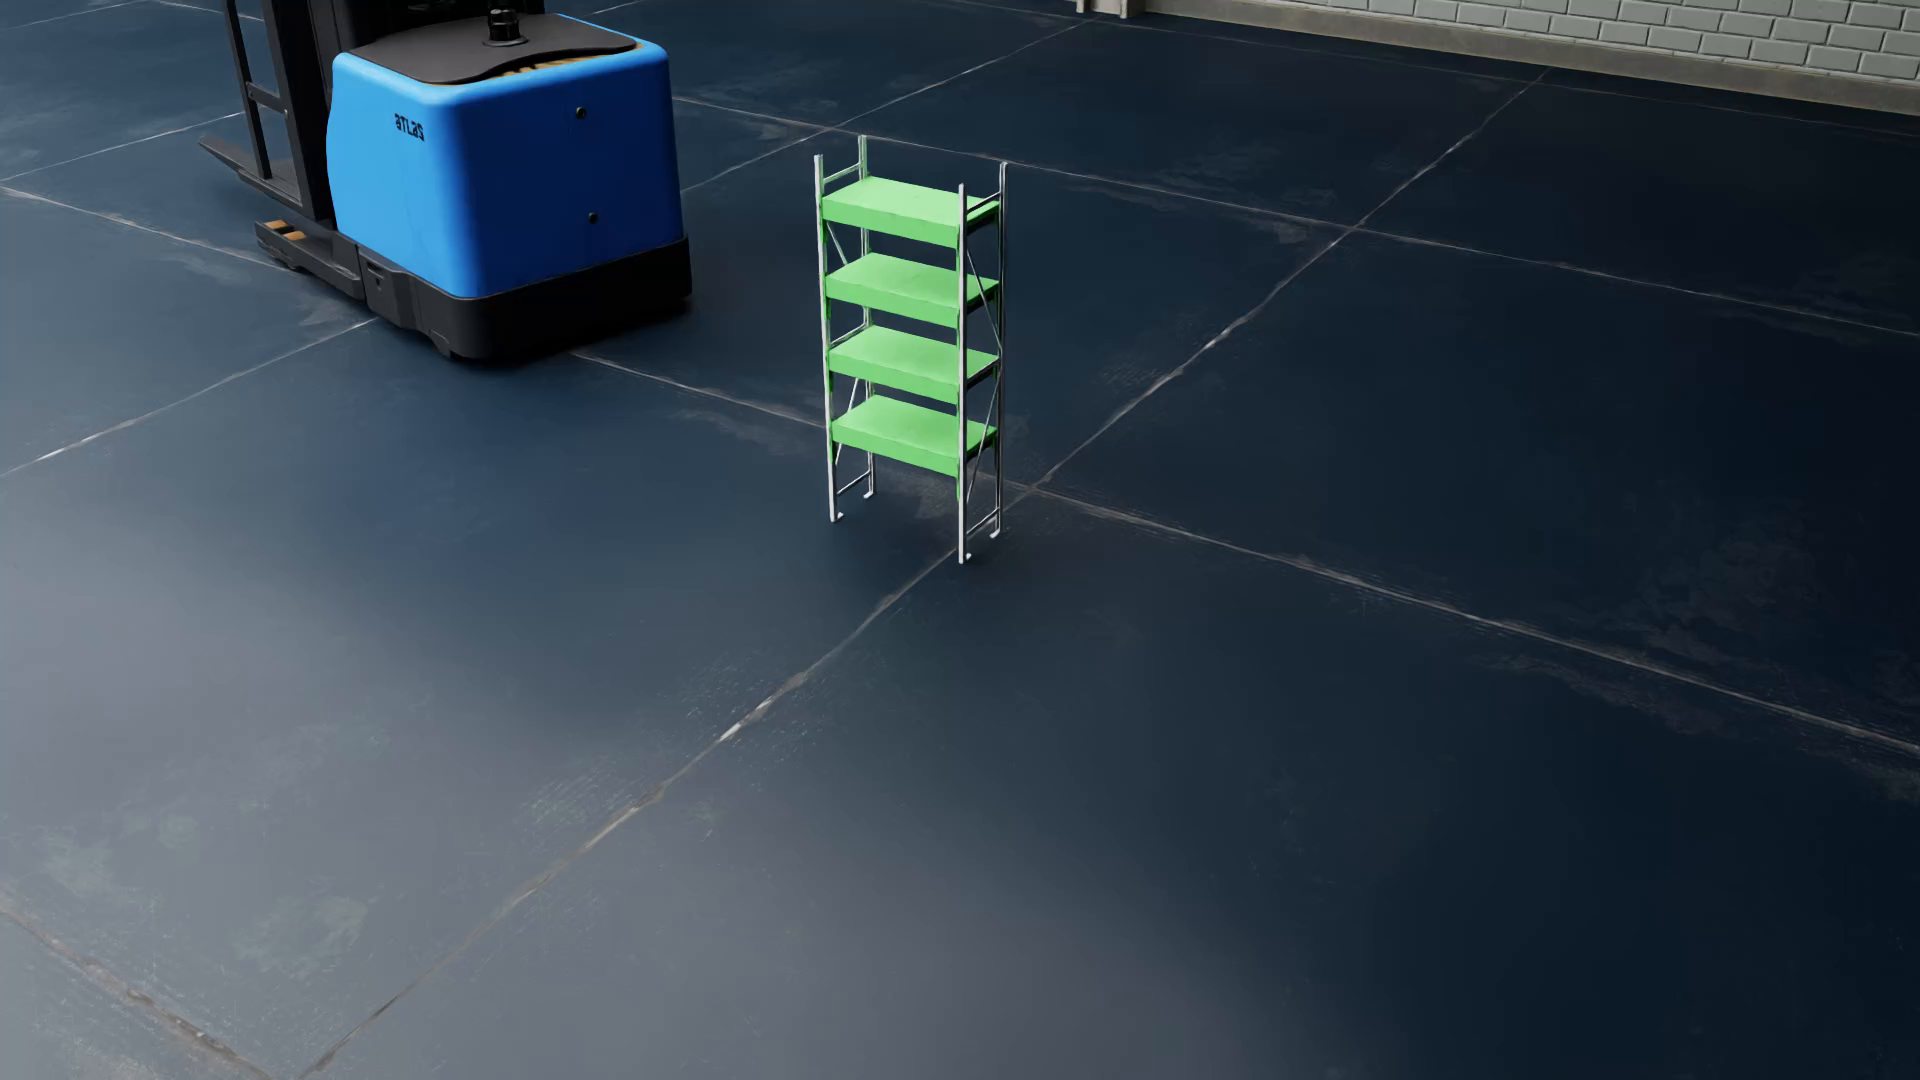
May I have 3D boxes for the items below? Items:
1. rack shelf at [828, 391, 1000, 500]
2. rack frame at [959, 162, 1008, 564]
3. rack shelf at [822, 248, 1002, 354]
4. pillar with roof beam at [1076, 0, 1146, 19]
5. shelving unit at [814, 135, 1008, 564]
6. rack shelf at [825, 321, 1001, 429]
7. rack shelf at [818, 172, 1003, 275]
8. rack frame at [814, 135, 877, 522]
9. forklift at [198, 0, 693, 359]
[{"bbox_3d":[-0.140,-0.300,5.177,0.480,0.148,0.258,18,35,27],"label":"rack shelf"},{"bbox_3d":[0.066,-0.497,4.912,0.015,1.200,0.240,18,35,27],"label":"rack frame"},{"bbox_3d":[-0.140,-0.715,4.935,0.480,0.148,0.258,18,35,27],"label":"rack shelf"},{"bbox_3d":[-1.235,-5.722,6.128,0.400,9.000,9.100,18,35,27],"label":"pillar with roof beam"},{"bbox_3d":[-0.140,-0.563,5.024,0.503,1.200,0.258,18,35,27],"label":"shelving unit"},{"bbox_3d":[-0.140,-0.507,5.056,0.480,0.148,0.258,18,35,27],"label":"rack shelf"},{"bbox_3d":[-0.140,-0.922,4.814,0.480,0.148,0.258,18,35,27],"label":"rack shelf"},{"bbox_3d":[-0.347,-0.628,5.136,0.015,1.200,0.240,18,35,27],"label":"rack frame"},{"bbox_3d":[-2.477,-2.603,6.804,1.130,2.935,3.031,-25,39,-36],"label":"forklift"}]
